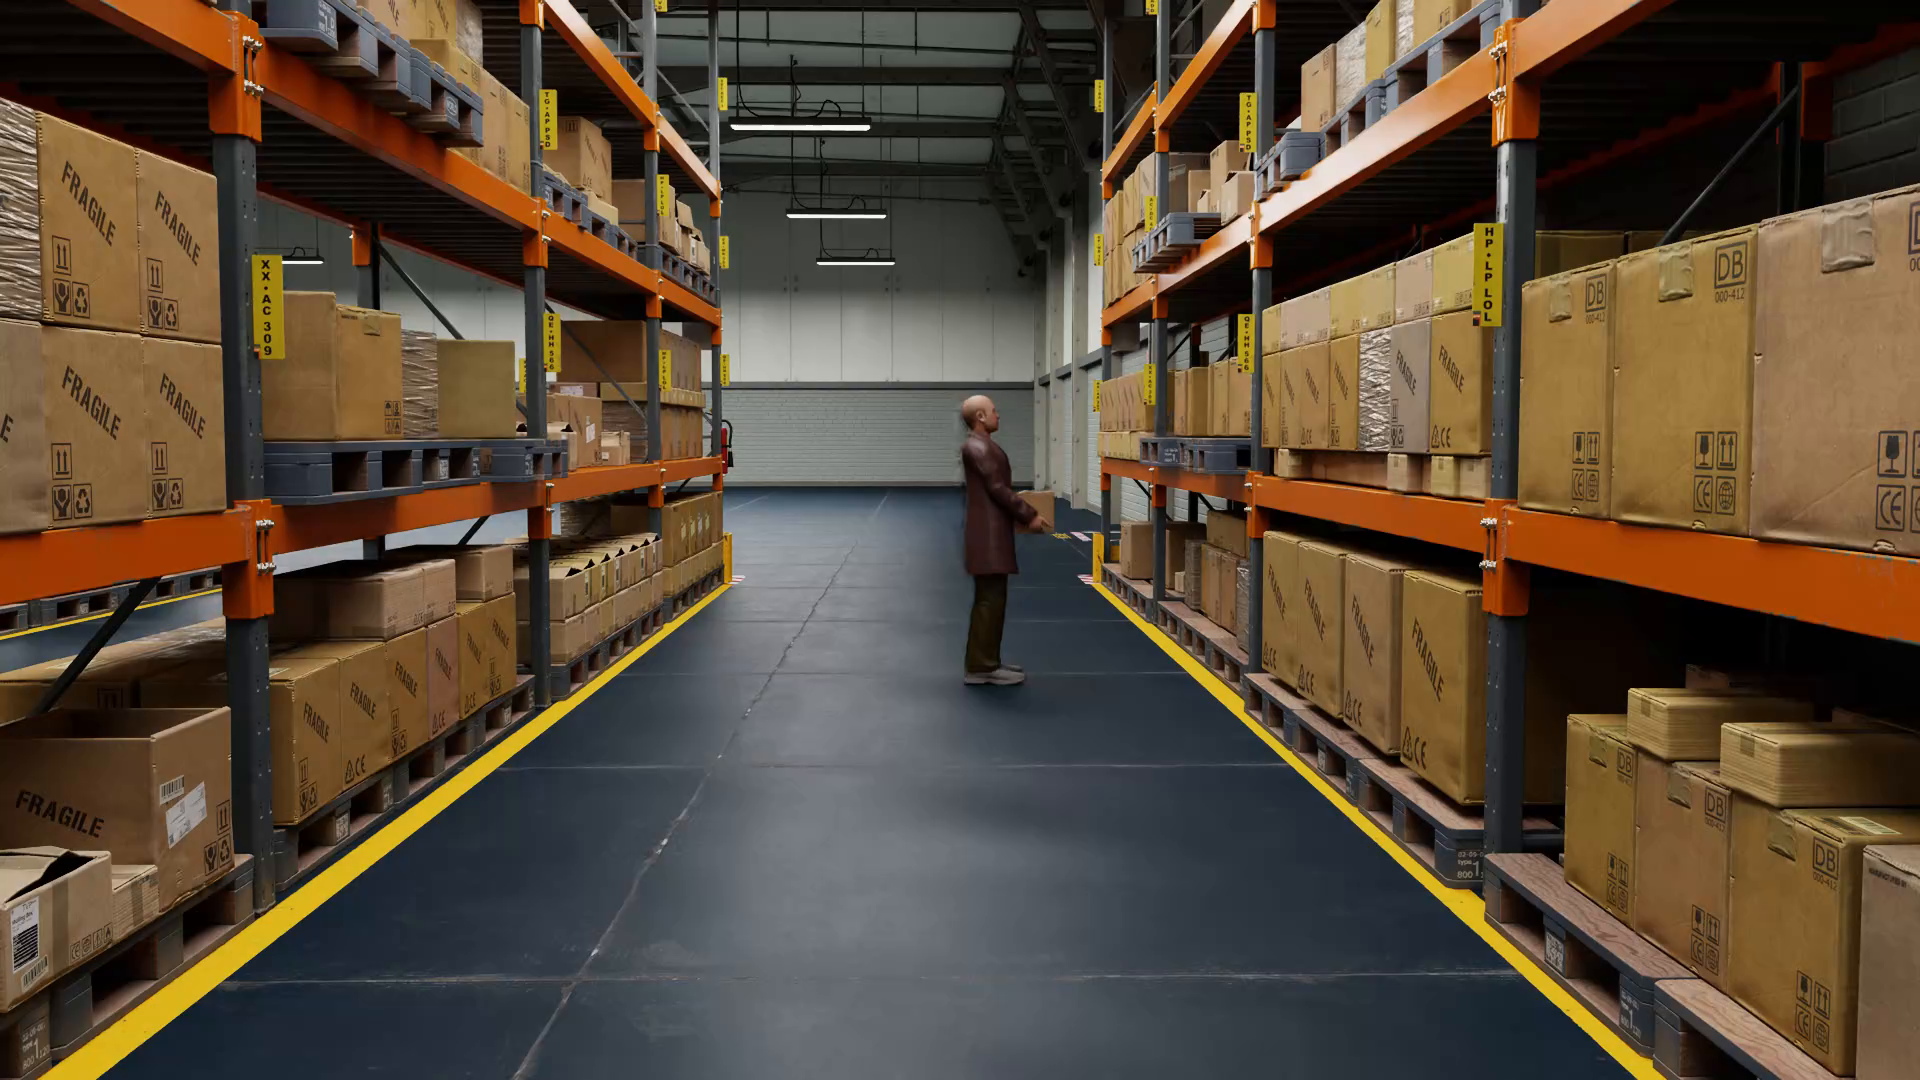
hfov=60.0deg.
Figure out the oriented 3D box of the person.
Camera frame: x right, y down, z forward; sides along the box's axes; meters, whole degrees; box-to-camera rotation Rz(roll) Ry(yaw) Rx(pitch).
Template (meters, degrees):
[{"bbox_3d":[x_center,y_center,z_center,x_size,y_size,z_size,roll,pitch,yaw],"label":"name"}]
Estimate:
[{"bbox_3d":[0.284,-0.010,10.335,0.554,1.775,0.537,0,4,-2],"label":"person"}]
